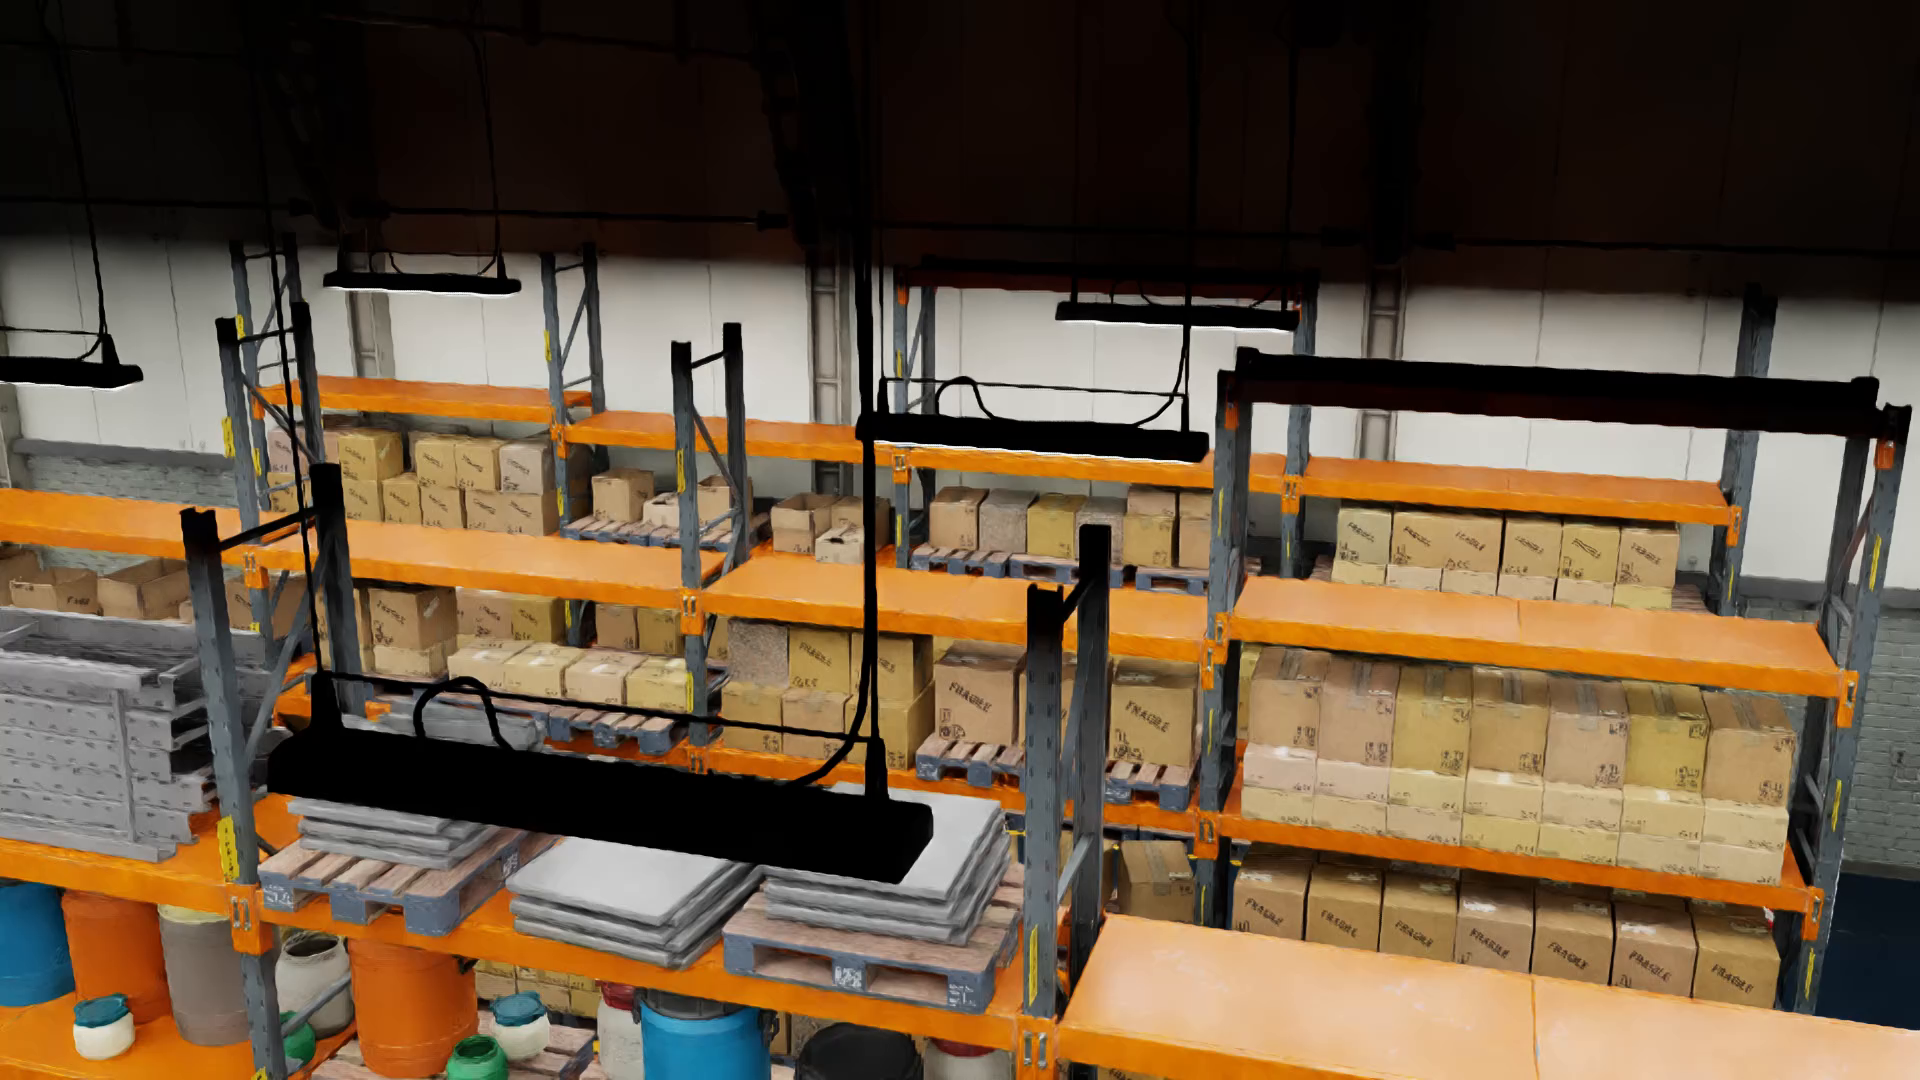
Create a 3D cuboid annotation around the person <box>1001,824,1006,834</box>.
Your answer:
[{"bbox_3d":[0.228,3.068,14.988,1.122,1.706,0.566,6,17,18],"label":"person"}]

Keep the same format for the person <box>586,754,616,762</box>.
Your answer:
[{"bbox_3d":[-3.275,2.759,15.972,0.941,1.628,0.577,6,17,19],"label":"person"}]
